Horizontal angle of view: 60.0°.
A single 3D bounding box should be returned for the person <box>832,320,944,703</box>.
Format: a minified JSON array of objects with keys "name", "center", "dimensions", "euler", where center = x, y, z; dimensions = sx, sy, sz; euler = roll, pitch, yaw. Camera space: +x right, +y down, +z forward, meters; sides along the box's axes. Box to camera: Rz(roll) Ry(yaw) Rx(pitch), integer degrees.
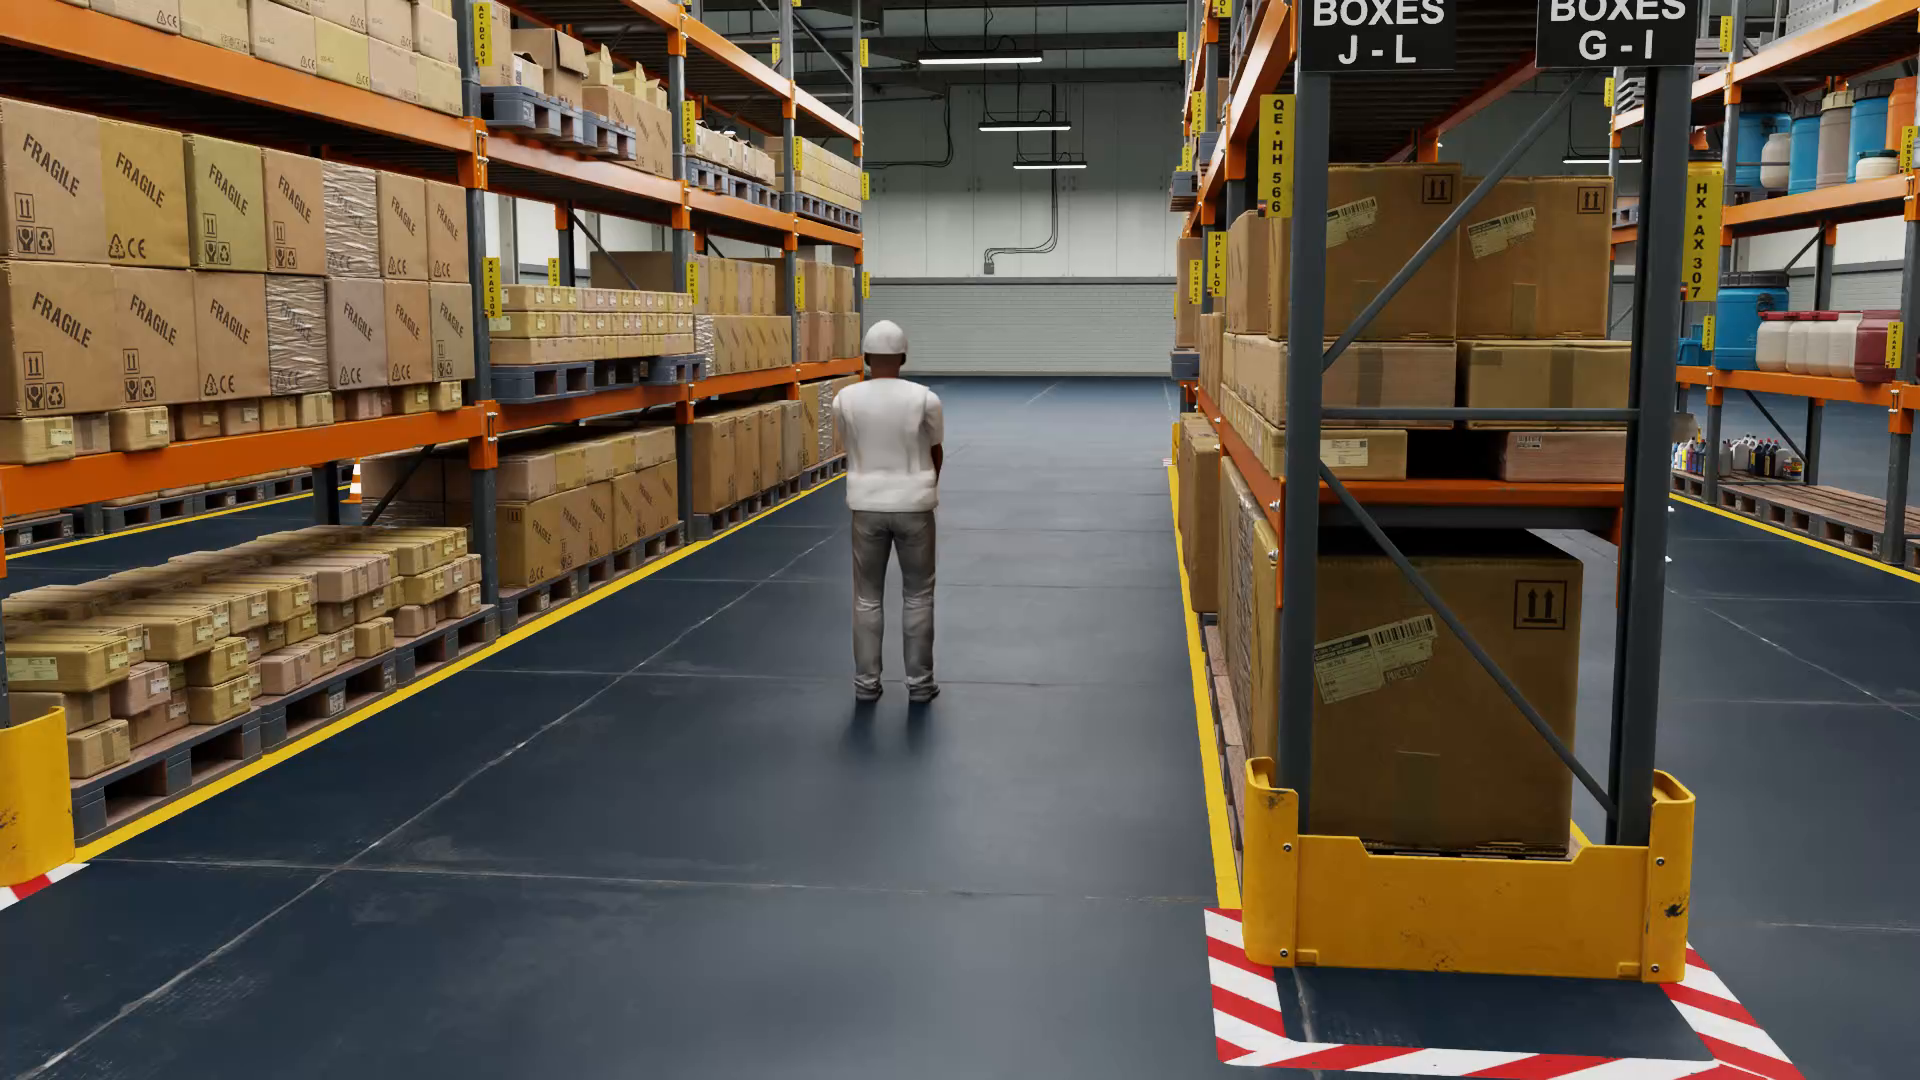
[{"name":"person","center":[-0.314,-0.145,7.813],"dimensions":[0.504,1.761,0.578],"euler":[1,8,7]}]
